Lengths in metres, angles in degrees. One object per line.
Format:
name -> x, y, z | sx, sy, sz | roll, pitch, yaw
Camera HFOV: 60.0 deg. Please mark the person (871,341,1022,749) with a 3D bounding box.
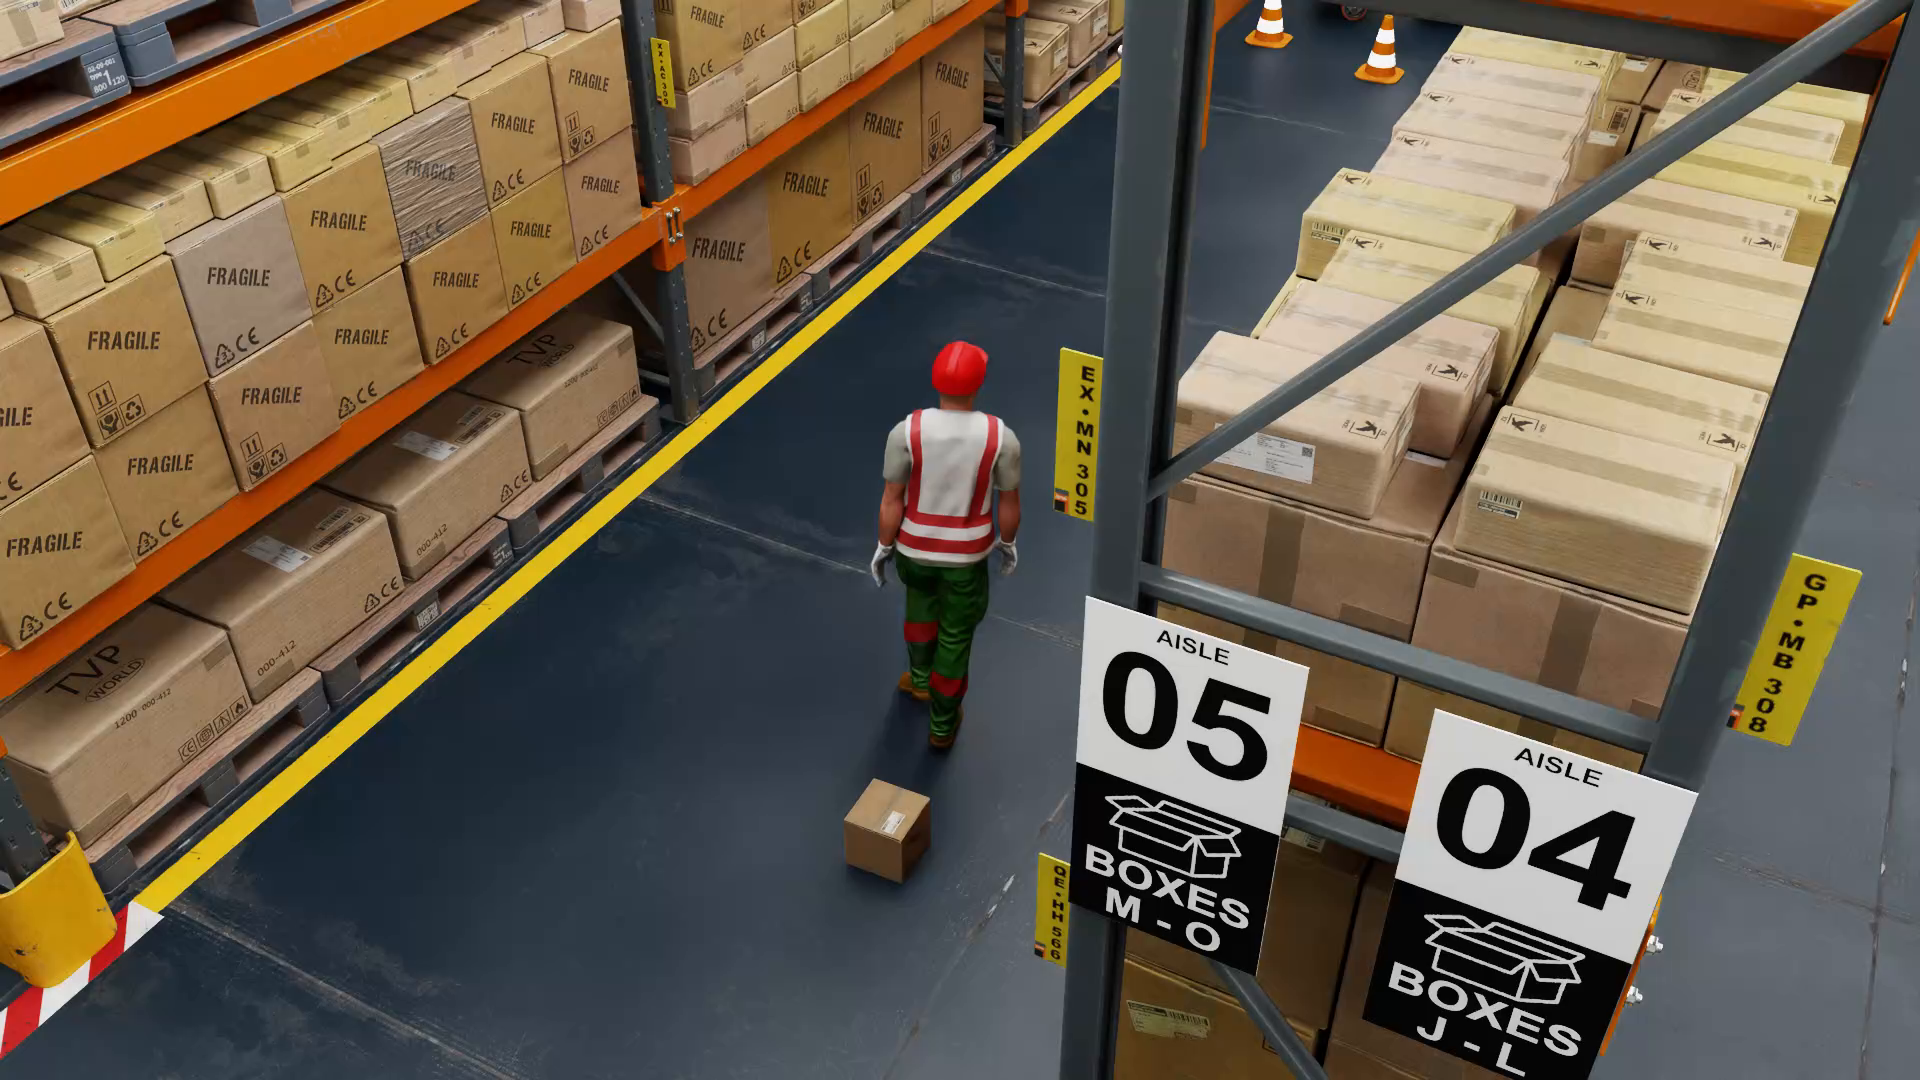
person -> -0.051, 0.032, 6.669 | 0.579, 1.780, 0.535 | 5, 38, 7
